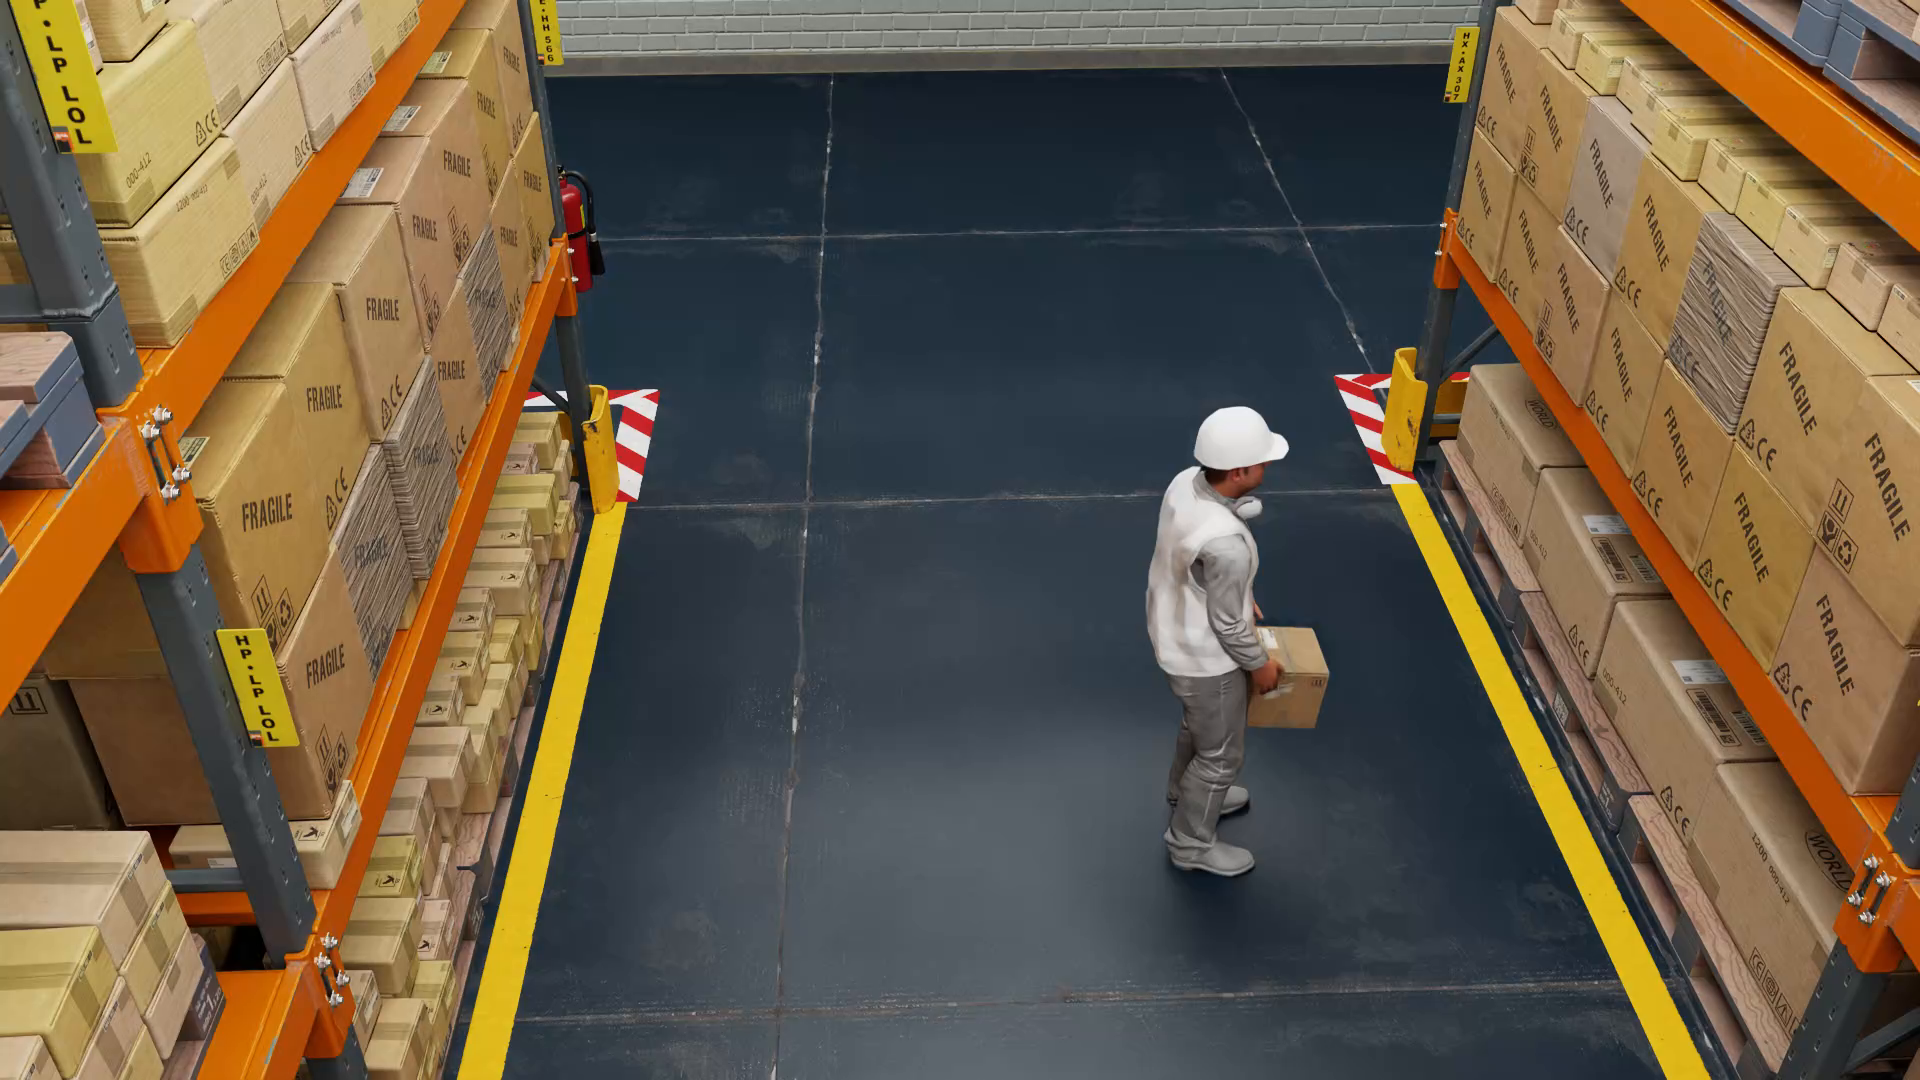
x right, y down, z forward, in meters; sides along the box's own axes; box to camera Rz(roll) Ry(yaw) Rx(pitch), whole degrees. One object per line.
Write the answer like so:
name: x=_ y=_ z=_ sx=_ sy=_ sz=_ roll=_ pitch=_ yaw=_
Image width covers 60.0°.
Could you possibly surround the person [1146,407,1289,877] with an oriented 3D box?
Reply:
person: x=0.860 y=0.332 z=5.641 sx=0.468 sy=1.779 sz=0.551 roll=-2 pitch=35 yaw=-3
